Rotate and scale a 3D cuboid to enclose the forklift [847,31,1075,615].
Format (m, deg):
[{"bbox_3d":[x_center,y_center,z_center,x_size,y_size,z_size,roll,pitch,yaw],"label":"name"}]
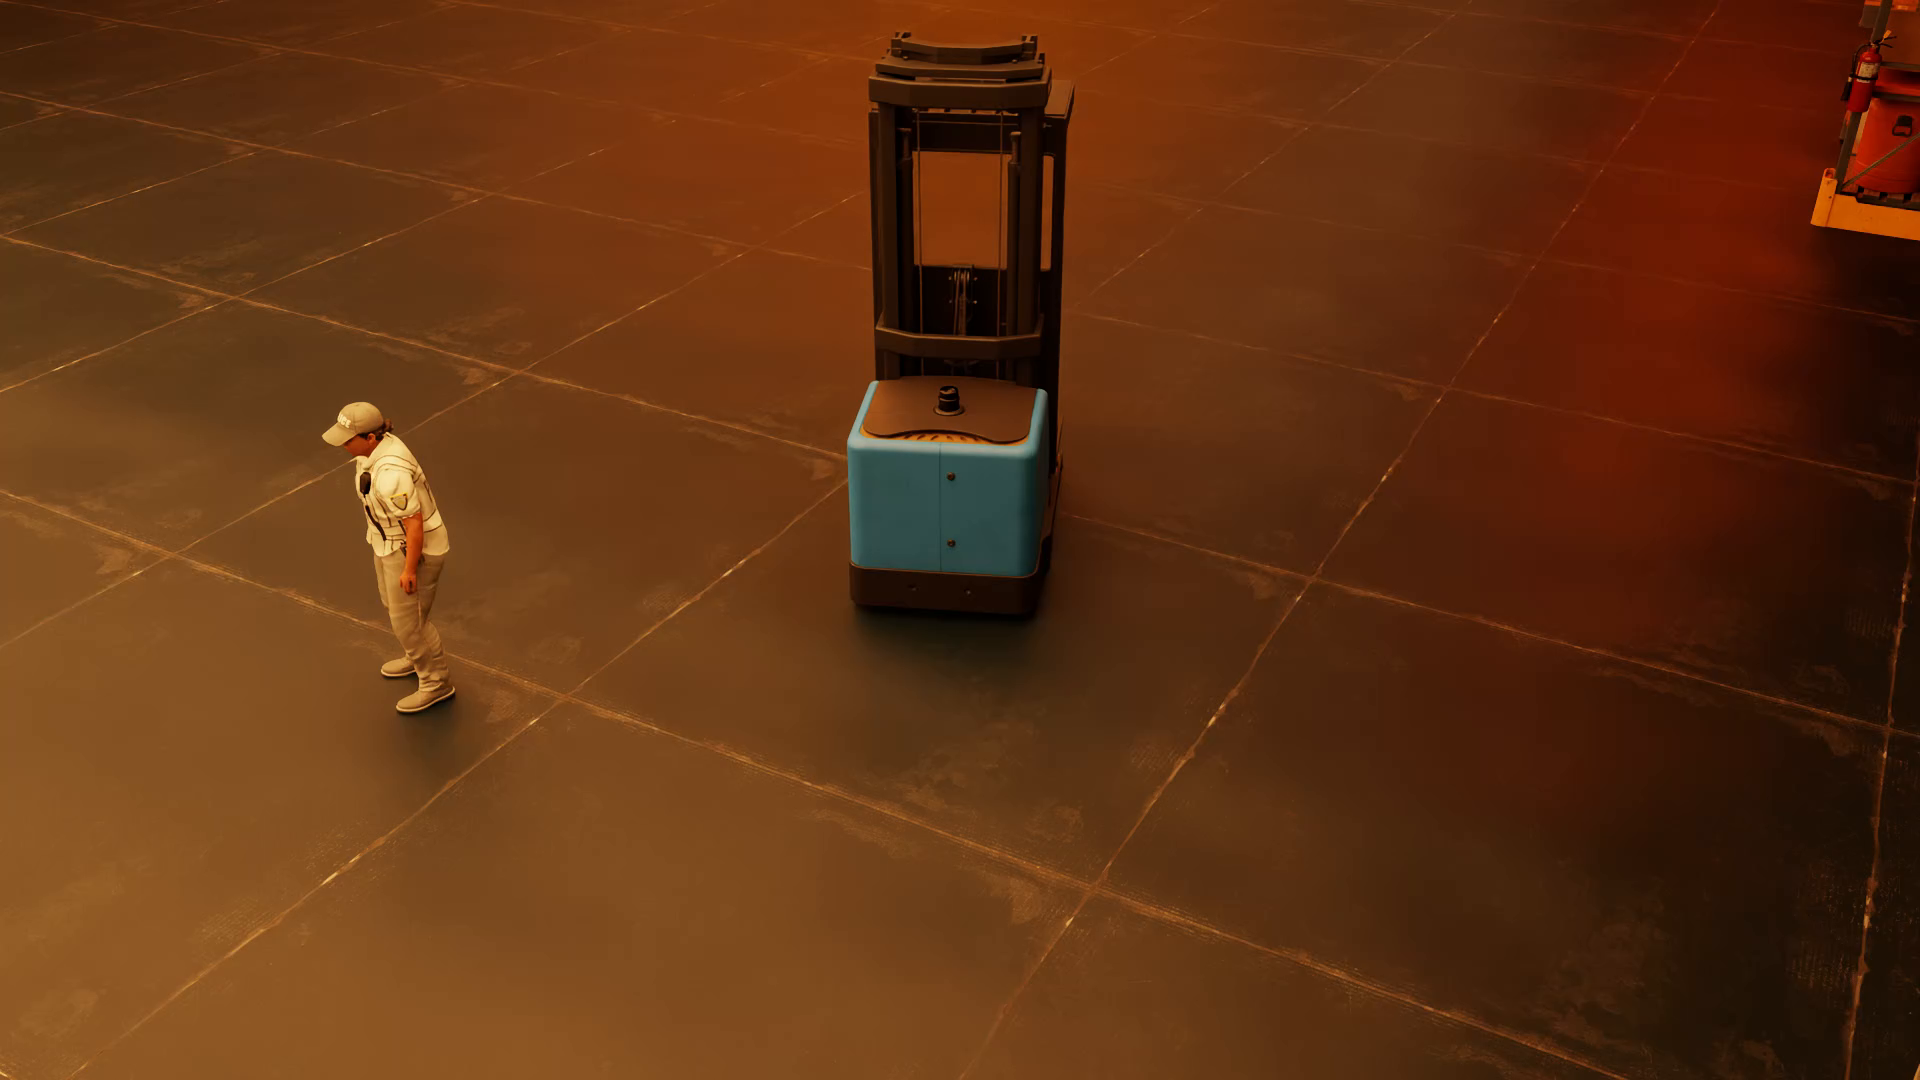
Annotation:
[{"bbox_3d":[0.072,-1.572,9.794,1.130,2.935,3.031,3,30,6],"label":"forklift"}]

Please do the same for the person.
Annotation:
[{"bbox_3d":[-2.796,0.051,8.251,0.471,1.665,0.562,-17,34,-26],"label":"person"}]
